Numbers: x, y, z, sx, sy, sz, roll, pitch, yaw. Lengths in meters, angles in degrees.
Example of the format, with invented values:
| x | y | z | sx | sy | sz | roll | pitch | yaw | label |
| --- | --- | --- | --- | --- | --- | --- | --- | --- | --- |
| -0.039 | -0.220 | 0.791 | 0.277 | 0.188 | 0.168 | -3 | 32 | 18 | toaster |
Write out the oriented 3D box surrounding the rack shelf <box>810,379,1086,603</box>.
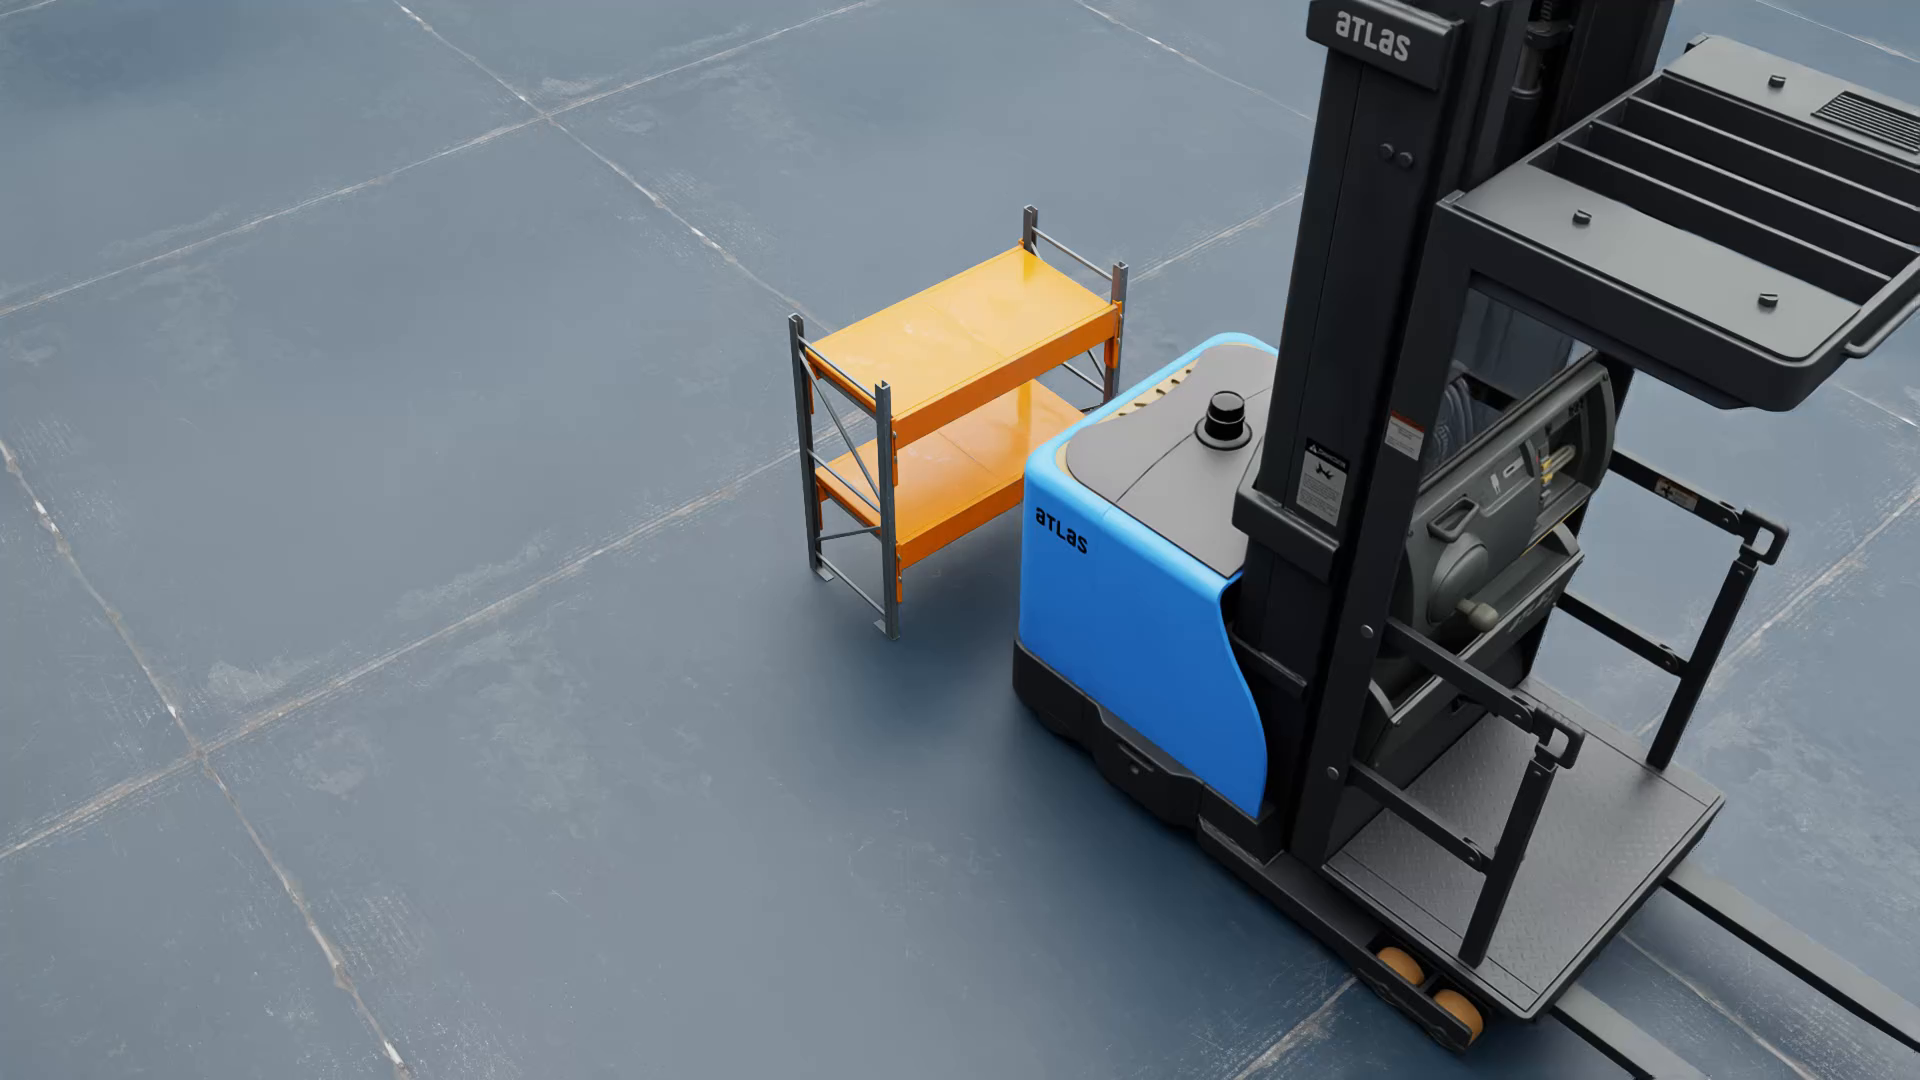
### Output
| x | y | z | sx | sy | sz | roll | pitch | yaw | label |
| --- | --- | --- | --- | --- | --- | --- | --- | --- | --- |
| 0.005 | -0.235 | 6.035 | 1.000 | 0.278 | 0.538 | -30 | 51 | -28 | rack shelf |

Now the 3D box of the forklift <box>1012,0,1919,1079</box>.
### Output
| x | y | z | sx | sy | sz | roll | pitch | yaw | label |
| --- | --- | --- | --- | --- | --- | --- | --- | --- | --- |
| 1.558 | -0.031 | 4.142 | 1.130 | 2.935 | 3.031 | -33 | 52 | -30 | forklift |

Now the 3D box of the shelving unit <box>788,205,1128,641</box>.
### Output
| x | y | z | sx | sy | sz | roll | pitch | yaw | label |
| --- | --- | --- | --- | --- | --- | --- | --- | --- | --- |
| 0.005 | -0.413 | 5.868 | 1.048 | 1.125 | 0.538 | -30 | 51 | -28 | shelving unit |

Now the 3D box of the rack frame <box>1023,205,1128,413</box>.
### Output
| x | y | z | sx | sy | sz | roll | pitch | yaw | label |
| --- | --- | --- | --- | --- | --- | --- | --- | --- | --- |
| 0.395 | -0.636 | 6.106 | 0.032 | 1.125 | 0.500 | -30 | 51 | -28 | rack frame |

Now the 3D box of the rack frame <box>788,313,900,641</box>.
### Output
| x | y | z | sx | sy | sz | roll | pitch | yaw | label |
| --- | --- | --- | --- | --- | --- | --- | --- | --- | --- |
| -0.385 | -0.190 | 5.630 | 0.032 | 1.125 | 0.500 | -30 | 51 | -28 | rack frame |

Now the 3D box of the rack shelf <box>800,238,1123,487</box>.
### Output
| x | y | z | sx | sy | sz | roll | pitch | yaw | label |
| --- | --- | --- | --- | --- | --- | --- | --- | --- | --- |
| 0.005 | -0.626 | 5.668 | 1.000 | 0.278 | 0.538 | -30 | 51 | -28 | rack shelf |
